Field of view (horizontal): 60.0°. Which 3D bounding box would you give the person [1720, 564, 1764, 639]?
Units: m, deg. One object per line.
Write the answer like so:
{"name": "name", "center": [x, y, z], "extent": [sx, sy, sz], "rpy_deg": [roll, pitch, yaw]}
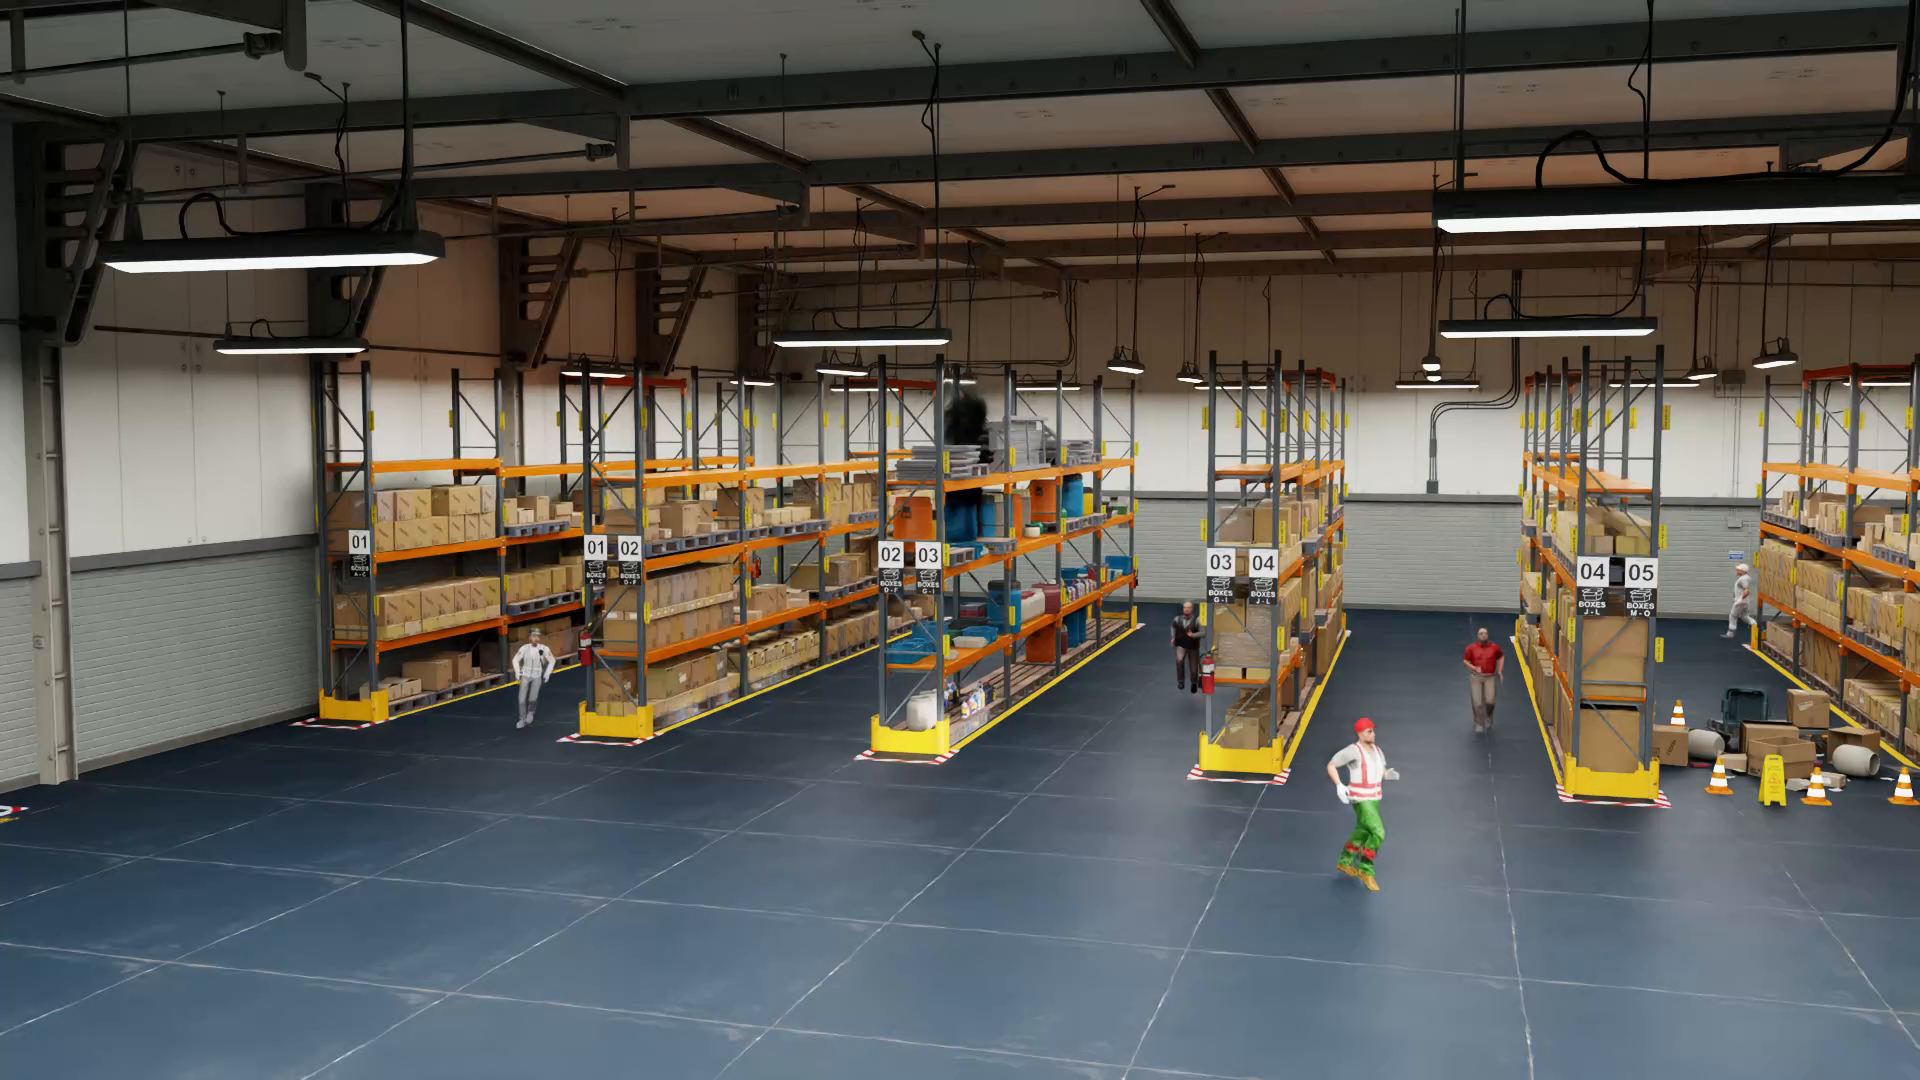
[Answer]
{"name": "person", "center": [17.752, 1.406, 37.773], "extent": [0.919, 1.755, 0.720], "rpy_deg": [3, 5, 34]}

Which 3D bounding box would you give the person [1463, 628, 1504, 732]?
{"name": "person", "center": [8.393, 2.252, 26.649], "extent": [0.652, 1.687, 0.602], "rpy_deg": [1, 4, 14]}

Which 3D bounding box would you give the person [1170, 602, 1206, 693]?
{"name": "person", "center": [4.054, 1.939, 29.664], "extent": [0.656, 1.671, 0.970], "rpy_deg": [1, 4, 14]}

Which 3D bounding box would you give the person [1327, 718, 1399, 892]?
{"name": "person", "center": [4.365, 2.788, 17.898], "extent": [0.646, 1.748, 0.758], "rpy_deg": [-4, 6, -44]}

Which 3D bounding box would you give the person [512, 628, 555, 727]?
{"name": "person", "center": [-6.977, 2.250, 27.166], "extent": [0.675, 1.640, 0.505], "rpy_deg": [0, 4, -6]}
